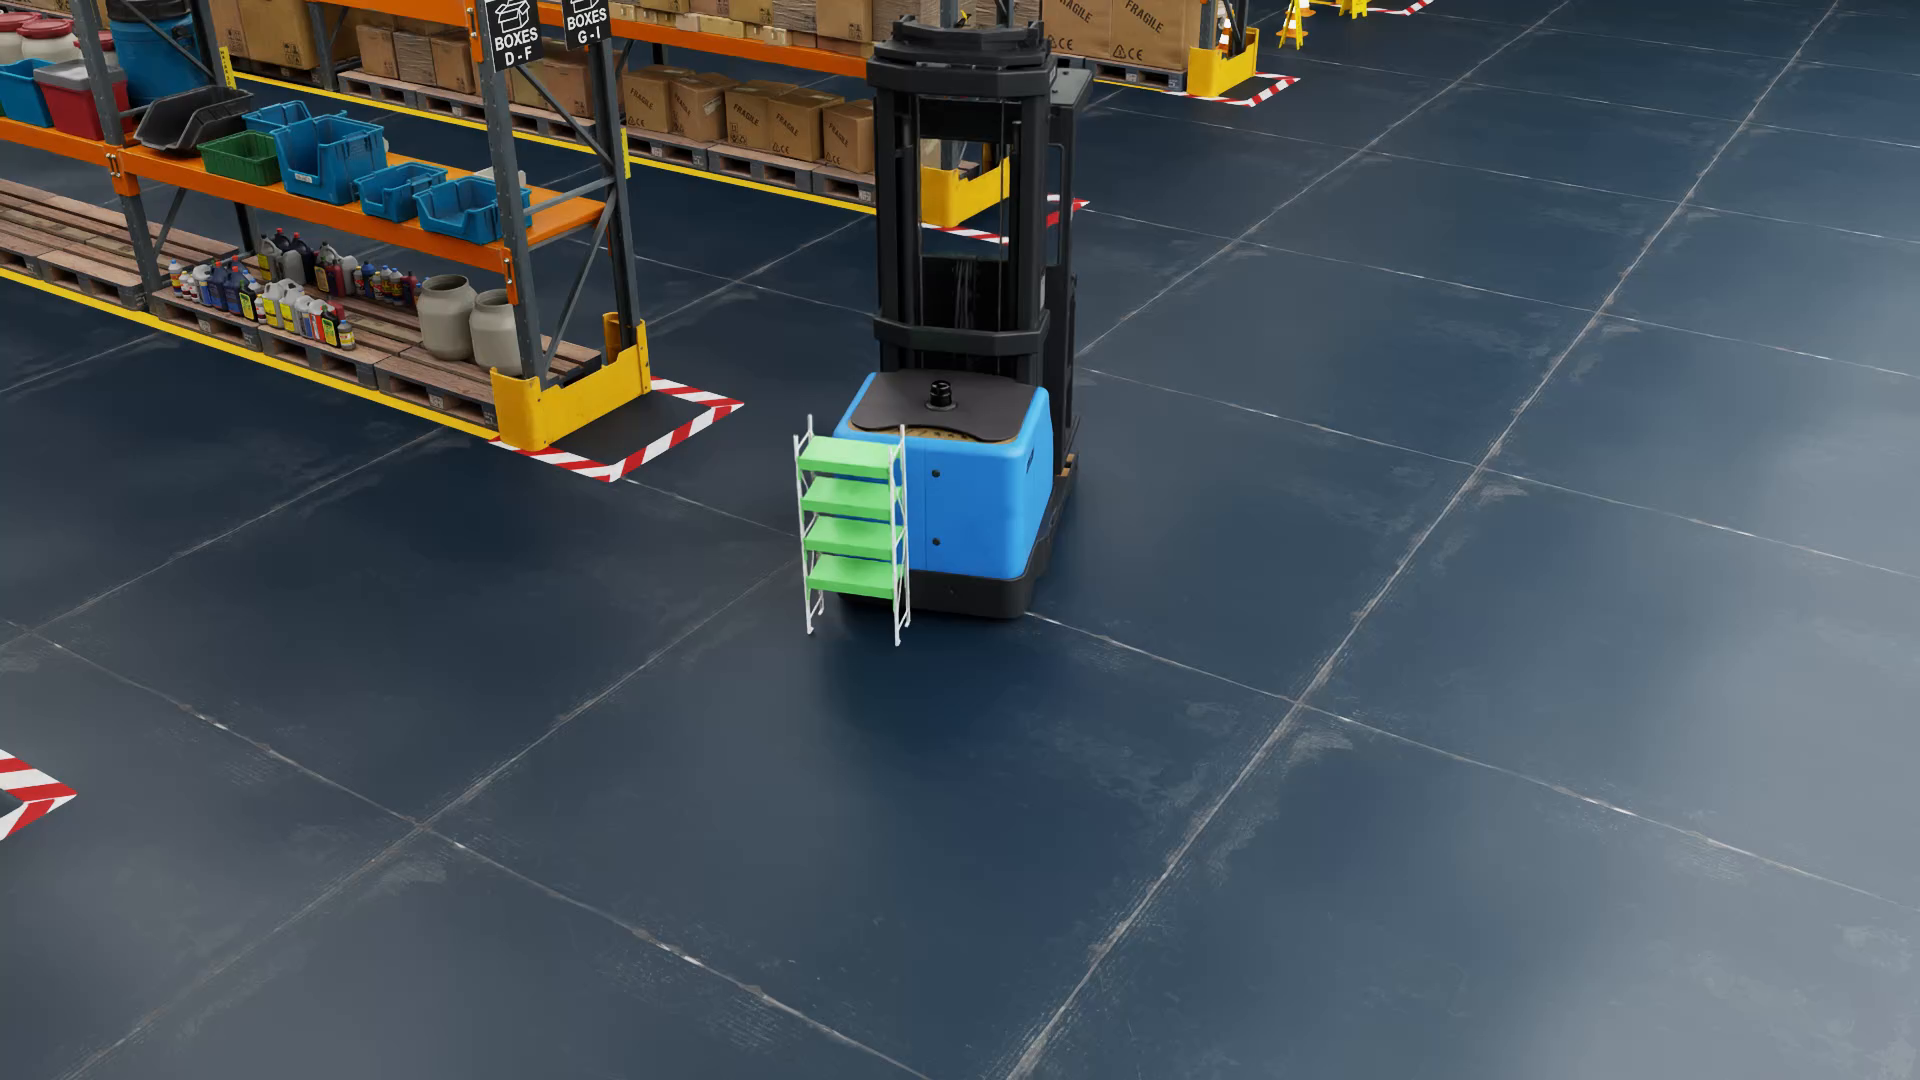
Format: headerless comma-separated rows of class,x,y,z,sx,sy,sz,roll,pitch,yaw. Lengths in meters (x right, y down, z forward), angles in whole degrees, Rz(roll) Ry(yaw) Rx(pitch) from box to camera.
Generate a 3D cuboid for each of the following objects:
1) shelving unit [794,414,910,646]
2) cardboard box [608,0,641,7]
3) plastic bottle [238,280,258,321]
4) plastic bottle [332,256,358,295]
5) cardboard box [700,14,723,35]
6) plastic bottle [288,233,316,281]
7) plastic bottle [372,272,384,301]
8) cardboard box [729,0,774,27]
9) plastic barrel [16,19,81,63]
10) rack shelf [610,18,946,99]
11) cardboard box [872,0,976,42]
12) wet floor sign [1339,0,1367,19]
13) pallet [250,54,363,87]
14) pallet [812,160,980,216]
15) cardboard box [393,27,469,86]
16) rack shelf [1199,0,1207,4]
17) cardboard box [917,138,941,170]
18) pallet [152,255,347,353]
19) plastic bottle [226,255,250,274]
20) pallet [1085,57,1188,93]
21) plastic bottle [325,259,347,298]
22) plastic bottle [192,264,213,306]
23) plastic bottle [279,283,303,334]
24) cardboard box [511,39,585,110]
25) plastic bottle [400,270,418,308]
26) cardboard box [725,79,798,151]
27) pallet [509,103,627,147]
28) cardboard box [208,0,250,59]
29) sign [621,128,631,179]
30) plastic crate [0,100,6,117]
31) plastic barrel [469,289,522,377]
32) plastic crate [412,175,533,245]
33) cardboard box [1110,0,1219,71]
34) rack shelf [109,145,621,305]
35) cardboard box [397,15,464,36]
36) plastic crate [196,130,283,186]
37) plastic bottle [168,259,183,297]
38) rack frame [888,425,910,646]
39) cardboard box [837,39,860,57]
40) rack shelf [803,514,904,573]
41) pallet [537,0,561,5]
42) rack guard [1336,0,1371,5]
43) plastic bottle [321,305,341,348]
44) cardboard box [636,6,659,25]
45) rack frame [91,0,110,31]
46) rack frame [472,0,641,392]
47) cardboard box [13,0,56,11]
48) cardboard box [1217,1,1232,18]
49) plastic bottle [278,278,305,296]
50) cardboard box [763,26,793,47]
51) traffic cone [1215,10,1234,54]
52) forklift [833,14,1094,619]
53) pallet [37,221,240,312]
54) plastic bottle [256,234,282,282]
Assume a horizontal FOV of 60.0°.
shelving unit,-0.548,-0.038,8.615,0.503,1.200,0.258,7,33,12
cardboard box,-2.890,-5.358,15.562,0.500,0.500,0.875,18,35,27
plastic bottle,-5.131,-1.730,11.997,0.133,0.283,0.061,19,35,29
plastic bottle,-4.601,-2.000,12.468,0.135,0.276,0.152,18,35,28
cardboard box,-2.144,-4.714,15.103,0.250,0.149,0.380,18,35,27
plastic bottle,-5.010,-2.164,12.675,0.185,0.351,0.144,16,34,25
plastic bottle,-4.312,-1.893,12.358,0.097,0.201,0.097,0,30,0
cardboard box,-1.607,-4.966,14.891,0.500,0.500,0.875,18,35,27
plastic barrel,-7.187,-3.824,13.193,0.433,0.535,0.433,0,30,0
rack shelf,-1.544,-4.486,15.177,4.000,0.370,1.077,18,35,27
cardboard box,-0.302,-4.592,14.250,0.500,0.500,0.875,18,35,27
wet floor sign,5.010,-6.966,21.051,0.267,0.644,0.232,-21,36,-32
pallet,-7.254,-5.443,18.871,1.213,0.211,1.003,18,35,27
pallet,-0.584,-3.310,15.214,1.213,0.211,1.003,18,35,27
cardboard box,-5.571,-5.201,17.732,0.500,0.500,0.700,15,33,23
rack shelf,1.178,-6.576,18.759,4.000,0.370,1.077,18,35,27
cardboard box,-0.370,-3.537,14.901,0.500,0.500,0.500,25,39,36
pallet,-5.325,-1.817,12.655,1.213,0.211,1.003,18,35,27
plastic bottle,-5.332,-1.933,12.279,0.185,0.351,0.144,18,35,27
pallet,2.153,-5.327,18.672,1.213,0.211,1.003,18,35,27
plastic bottle,-4.657,-1.957,12.387,0.133,0.283,0.061,18,35,27
plastic bottle,-5.546,-1.885,12.271,0.135,0.276,0.152,19,35,29
plastic bottle,-4.731,-1.657,11.806,0.185,0.351,0.144,19,35,29
cardboard box,-4.141,-4.753,16.964,0.500,0.500,0.700,17,34,27
plastic bottle,-4.035,-1.851,12.206,0.133,0.283,0.061,18,35,28
cardboard box,-1.864,-4.027,15.740,0.500,0.500,0.500,14,33,23
pallet,-3.898,-4.336,16.973,1.213,0.211,1.003,18,35,27
cardboard box,-7.951,-6.104,18.928,0.875,0.875,1.225,18,35,27
sign,-2.187,-2.501,10.785,0.005,0.325,0.100,18,35,27
plastic crate,-7.497,-3.473,12.937,0.662,0.188,0.450,18,35,27
plastic barrel,-3.082,-1.398,11.221,0.421,0.512,0.421,0,30,0
plastic crate,-3.067,-2.089,10.502,0.616,0.251,0.499,18,35,27
cardboard box,2.263,-5.768,18.352,0.875,0.875,0.875,18,35,28
rack shelf,-4.177,-2.372,11.554,4.000,0.370,1.077,18,35,27
cardboard box,-5.588,-5.534,17.559,0.500,0.250,0.500,22,37,33
plastic crate,-4.872,-2.643,11.514,0.662,0.188,0.450,18,35,27
plastic bottle,-5.835,-1.958,12.400,0.097,0.271,0.097,0,30,0
rack frame,-0.311,-0.009,8.564,0.015,1.200,0.240,7,33,12
cardboard box,-0.856,-4.327,14.439,0.250,0.149,0.380,18,35,27
rack shelf,-0.547,0.016,8.649,0.480,0.148,0.258,7,33,12
pallet,-3.808,-5.517,16.420,1.213,0.211,1.003,18,35,27
rack guard,5.354,-7.432,21.992,0.348,0.500,1.175,18,35,27
plastic bottle,-4.381,-1.493,11.591,0.133,0.283,0.061,18,35,29
cardboard box,-2.785,-4.911,15.440,0.250,0.149,0.380,18,35,27
rack frame,-10.014,-7.476,19.588,0.127,3.000,1.000,18,35,27
rack frame,-2.484,-2.147,10.454,0.127,3.000,1.000,18,35,27
cardboard box,-11.293,-7.192,20.792,0.875,0.875,0.875,18,35,27
cardboard box,3.235,-6.748,21.170,0.380,0.149,0.250,-15,33,-24
plastic bottle,-4.831,-1.745,12.030,0.135,0.276,0.152,18,35,27
cardboard box,-1.528,-4.498,14.733,0.250,0.149,0.380,18,35,27
traffic cone,3.177,-6.004,19.582,0.334,0.463,0.336,18,35,27
forklift,0.128,-1.574,9.540,1.130,2.935,3.031,6,31,10
pallet,-6.557,-2.208,13.326,1.213,0.211,1.003,18,35,27
plastic bottle,-5.249,-2.154,12.657,0.185,0.351,0.144,18,35,27
